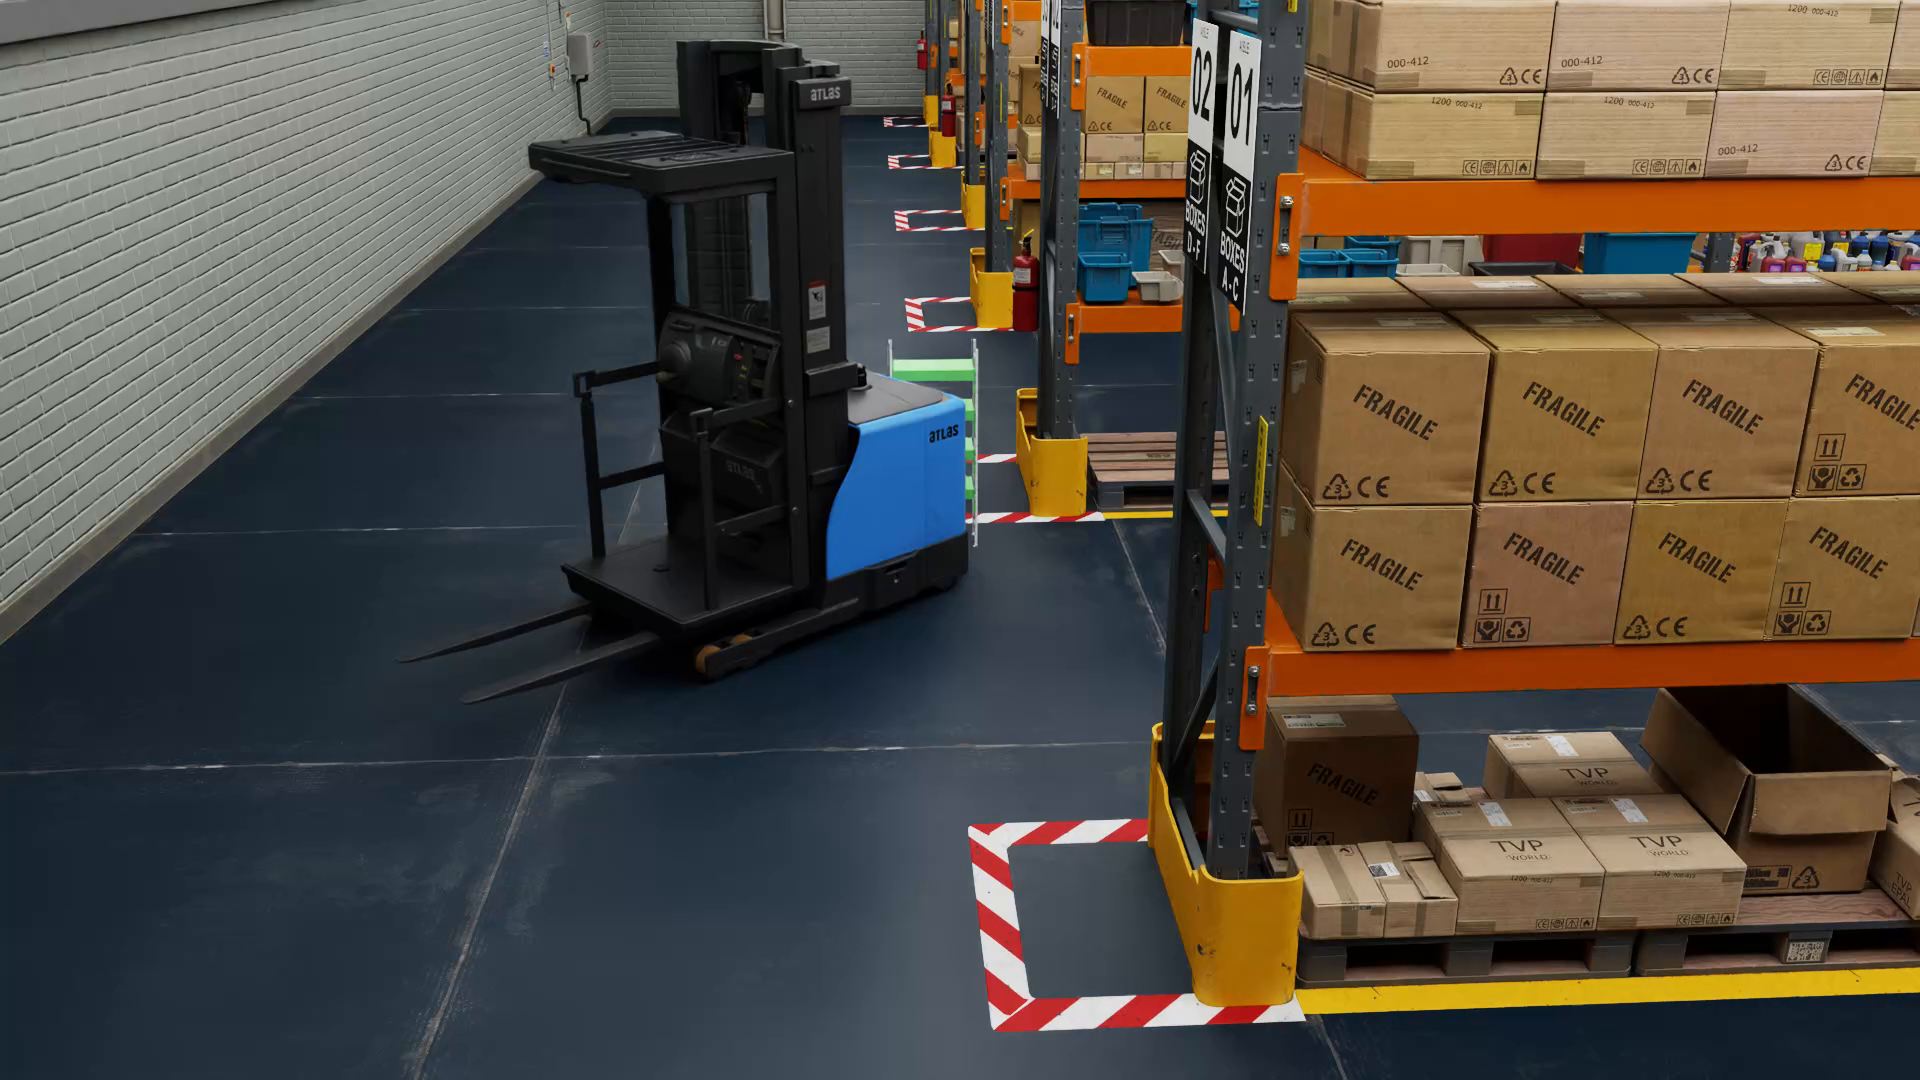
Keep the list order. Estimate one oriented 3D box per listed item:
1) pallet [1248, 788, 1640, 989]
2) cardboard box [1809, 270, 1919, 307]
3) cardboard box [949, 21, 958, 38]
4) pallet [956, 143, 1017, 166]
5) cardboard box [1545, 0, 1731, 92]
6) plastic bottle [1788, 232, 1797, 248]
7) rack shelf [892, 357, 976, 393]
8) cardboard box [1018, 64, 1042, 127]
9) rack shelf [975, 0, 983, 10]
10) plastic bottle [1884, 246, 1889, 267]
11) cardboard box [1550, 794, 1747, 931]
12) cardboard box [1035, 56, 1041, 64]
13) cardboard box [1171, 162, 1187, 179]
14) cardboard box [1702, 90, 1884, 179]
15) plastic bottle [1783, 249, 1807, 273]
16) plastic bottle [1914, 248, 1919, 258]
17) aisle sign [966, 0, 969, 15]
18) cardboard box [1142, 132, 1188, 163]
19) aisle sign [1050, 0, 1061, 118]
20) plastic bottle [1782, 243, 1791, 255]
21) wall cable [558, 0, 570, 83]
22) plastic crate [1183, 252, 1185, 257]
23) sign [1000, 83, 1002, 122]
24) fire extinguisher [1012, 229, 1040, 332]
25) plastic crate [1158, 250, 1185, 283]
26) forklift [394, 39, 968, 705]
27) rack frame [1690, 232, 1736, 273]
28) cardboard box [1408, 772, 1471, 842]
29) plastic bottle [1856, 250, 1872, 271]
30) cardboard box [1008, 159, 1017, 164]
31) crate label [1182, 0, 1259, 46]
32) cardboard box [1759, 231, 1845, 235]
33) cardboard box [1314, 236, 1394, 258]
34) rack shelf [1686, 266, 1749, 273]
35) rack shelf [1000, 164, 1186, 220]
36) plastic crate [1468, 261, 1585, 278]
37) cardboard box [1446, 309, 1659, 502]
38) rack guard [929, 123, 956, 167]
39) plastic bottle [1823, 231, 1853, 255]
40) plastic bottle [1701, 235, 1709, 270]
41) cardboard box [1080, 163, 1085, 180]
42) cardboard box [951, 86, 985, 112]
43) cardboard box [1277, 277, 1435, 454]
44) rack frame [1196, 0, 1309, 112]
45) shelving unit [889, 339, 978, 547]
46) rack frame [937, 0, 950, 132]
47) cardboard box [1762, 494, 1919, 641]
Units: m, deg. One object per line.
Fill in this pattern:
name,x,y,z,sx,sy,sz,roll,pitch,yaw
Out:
pallet,1.759,1.286,6.290,1.213,0.211,1.003,-1,21,-3
cardboard box,3.366,-0.664,5.946,0.500,0.500,0.500,-2,21,-5
cardboard box,-0.059,-8.784,28.613,0.500,0.250,0.500,-1,21,-3
pallet,0.553,-5.779,24.848,1.213,0.211,1.003,-1,21,-3
cardboard box,1.914,-1.490,4.955,0.500,0.250,0.500,-1,21,-3
plastic bottle,5.500,-1.952,10.945,0.185,0.351,0.144,-1,21,-3
rack shelf,-0.154,-0.950,9.602,0.480,0.148,0.258,-1,21,-2
cardboard box,0.797,-4.041,15.101,0.500,0.500,0.500,-1,21,-2
rack shelf,2.140,-6.388,19.324,4.000,0.370,1.077,-1,21,-3
plastic bottle,6.093,-1.903,11.025,0.097,0.201,0.097,0,21,0
cardboard box,2.444,1.150,5.975,0.500,0.250,0.500,-1,21,-3
cardboard box,1.140,-5.399,19.370,0.500,0.500,0.500,-1,21,-3
cardboard box,1.982,-3.318,14.816,0.250,0.149,0.380,-1,21,-4
cardboard box,2.413,-1.267,5.072,0.500,0.250,0.500,-1,21,-3
plastic bottle,5.125,-1.644,10.231,0.133,0.283,0.061,-1,21,-3
plastic bottle,6.010,-1.675,10.322,0.135,0.276,0.152,-1,21,-3
aisle sign,0.087,-6.389,18.876,0.004,0.787,0.394,-1,21,-3
cardboard box,1.840,-3.523,14.794,0.500,0.250,0.500,-2,21,-5
aisle sign,0.553,-2.867,9.625,0.004,0.787,0.394,-1,21,-3
plastic bottle,5.367,-1.834,10.844,0.097,0.201,0.097,0,21,0
wall cable,-5.961,-7.894,25.055,0.122,1.984,0.588,-1,21,-3
plastic crate,1.530,-1.610,10.128,0.300,0.233,0.416,-1,21,-3
sign,0.351,-3.763,14.303,0.005,0.325,0.100,-1,21,-3
fire extinguisher,0.431,-1.707,10.864,0.183,0.674,0.296,-1,21,-3
plastic crate,1.412,-1.744,10.617,0.243,0.136,0.396,-1,21,-3
forklift,-1.360,-0.891,8.184,3.031,2.935,1.130,-19,28,-41
rack frame,4.601,-1.840,10.582,0.127,3.000,1.000,-1,21,-3
cardboard box,1.825,1.045,6.369,0.250,0.166,0.380,-1,21,-3
plastic bottle,5.568,-1.654,10.274,0.097,0.271,0.097,0,21,0
cardboard box,0.657,-4.525,20.214,0.250,0.149,0.380,-1,21,-2
crate label,1.547,-2.995,9.609,0.502,0.251,0.408,-1,21,-3
cardboard box,7.622,-2.877,15.702,0.875,0.875,1.225,-2,21,-6
cardboard box,3.655,-2.818,15.546,0.875,0.875,0.875,-1,21,-3
rack shelf,6.598,-1.544,10.816,4.000,0.370,1.077,-1,21,-3
rack shelf,2.322,-3.223,15.224,4.000,0.370,1.077,-1,21,-3
plastic crate,3.499,-1.621,10.309,0.590,0.125,0.437,-1,21,-3
cardboard box,1.866,-0.442,5.363,0.500,0.500,0.500,-1,21,-2
rack guard,-0.265,-5.870,24.679,0.348,0.500,1.175,-1,21,-3
plastic bottle,5.693,-1.904,10.820,0.185,0.351,0.144,-1,21,-3
plastic bottle,4.976,-1.905,10.926,0.135,0.276,0.152,-1,21,-3
cardboard box,0.954,-3.297,14.760,0.250,0.149,0.380,-1,21,-4
cardboard box,0.088,-7.810,29.181,0.637,0.503,0.797,-2,21,-5
cardboard box,1.316,-0.620,5.831,0.500,0.500,0.500,-1,21,-4
rack frame,0.887,-2.803,4.679,0.127,3.000,1.000,-1,21,-3
shelving unit,-0.154,-0.561,9.750,0.503,1.200,0.258,-1,21,-2
rack frame,-0.241,-7.039,24.236,0.127,3.000,1.000,-1,21,-3
cardboard box,2.860,0.008,5.588,0.500,0.500,0.500,-1,21,-2
